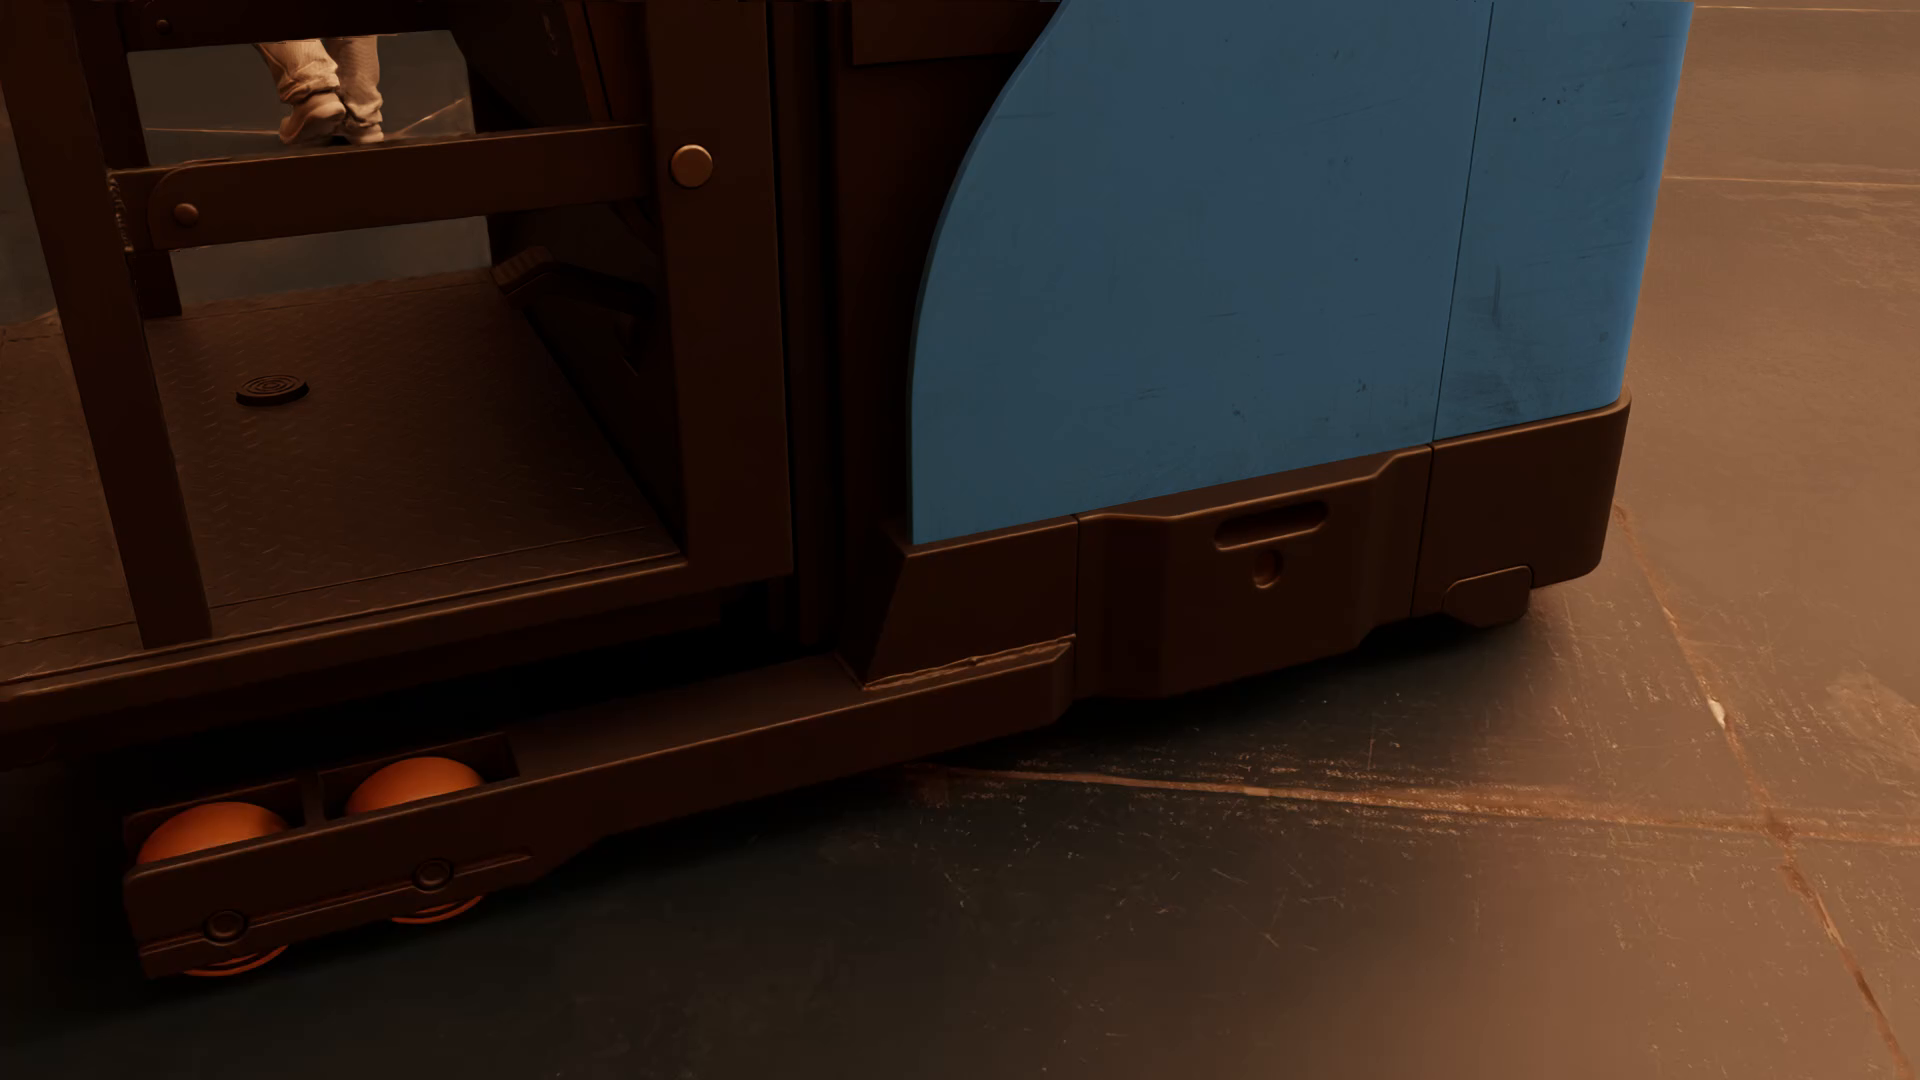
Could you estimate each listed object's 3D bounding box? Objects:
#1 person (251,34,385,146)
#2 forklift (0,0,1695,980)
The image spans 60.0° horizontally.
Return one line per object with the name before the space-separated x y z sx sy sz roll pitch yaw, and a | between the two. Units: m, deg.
person | -1.734 -1.888 4.327 0.803 1.754 0.630 -20 33 -34
forklift | -0.674 -1.151 1.524 3.031 2.935 1.130 -11 29 -21
